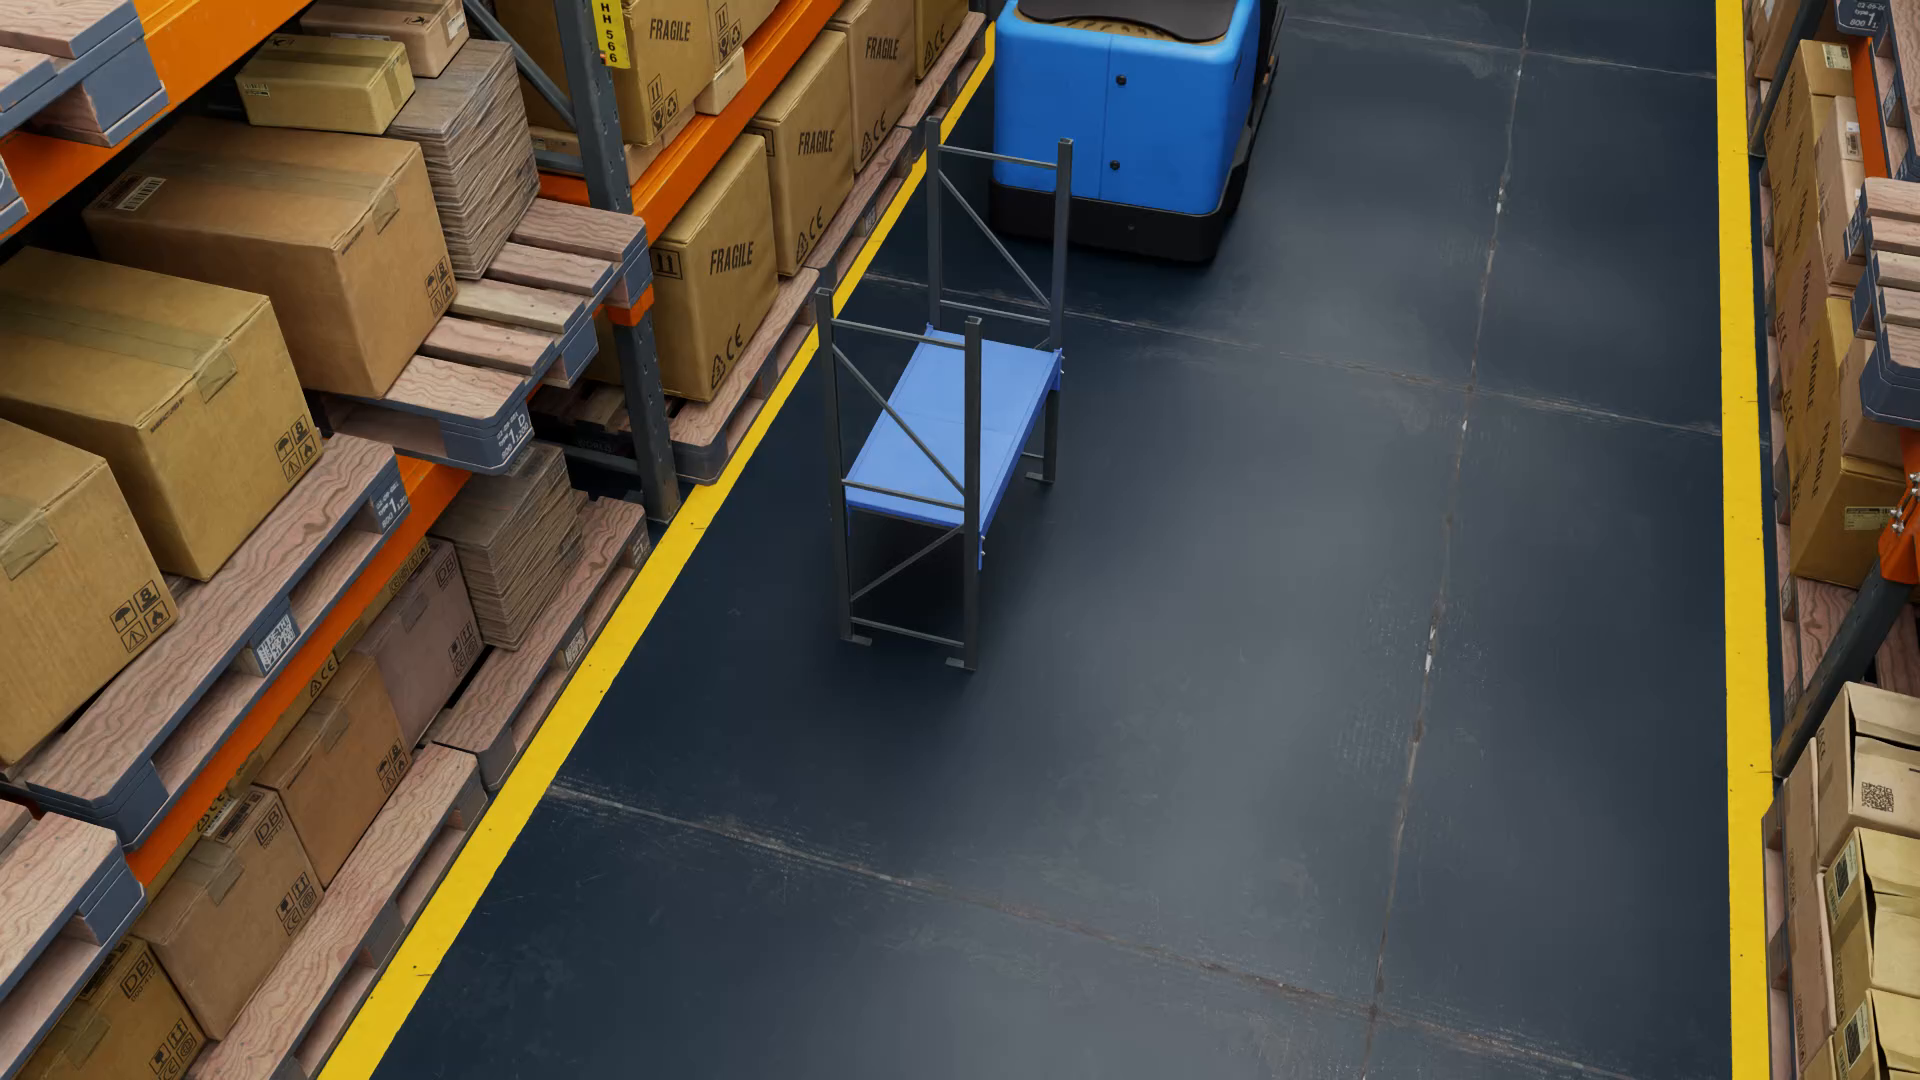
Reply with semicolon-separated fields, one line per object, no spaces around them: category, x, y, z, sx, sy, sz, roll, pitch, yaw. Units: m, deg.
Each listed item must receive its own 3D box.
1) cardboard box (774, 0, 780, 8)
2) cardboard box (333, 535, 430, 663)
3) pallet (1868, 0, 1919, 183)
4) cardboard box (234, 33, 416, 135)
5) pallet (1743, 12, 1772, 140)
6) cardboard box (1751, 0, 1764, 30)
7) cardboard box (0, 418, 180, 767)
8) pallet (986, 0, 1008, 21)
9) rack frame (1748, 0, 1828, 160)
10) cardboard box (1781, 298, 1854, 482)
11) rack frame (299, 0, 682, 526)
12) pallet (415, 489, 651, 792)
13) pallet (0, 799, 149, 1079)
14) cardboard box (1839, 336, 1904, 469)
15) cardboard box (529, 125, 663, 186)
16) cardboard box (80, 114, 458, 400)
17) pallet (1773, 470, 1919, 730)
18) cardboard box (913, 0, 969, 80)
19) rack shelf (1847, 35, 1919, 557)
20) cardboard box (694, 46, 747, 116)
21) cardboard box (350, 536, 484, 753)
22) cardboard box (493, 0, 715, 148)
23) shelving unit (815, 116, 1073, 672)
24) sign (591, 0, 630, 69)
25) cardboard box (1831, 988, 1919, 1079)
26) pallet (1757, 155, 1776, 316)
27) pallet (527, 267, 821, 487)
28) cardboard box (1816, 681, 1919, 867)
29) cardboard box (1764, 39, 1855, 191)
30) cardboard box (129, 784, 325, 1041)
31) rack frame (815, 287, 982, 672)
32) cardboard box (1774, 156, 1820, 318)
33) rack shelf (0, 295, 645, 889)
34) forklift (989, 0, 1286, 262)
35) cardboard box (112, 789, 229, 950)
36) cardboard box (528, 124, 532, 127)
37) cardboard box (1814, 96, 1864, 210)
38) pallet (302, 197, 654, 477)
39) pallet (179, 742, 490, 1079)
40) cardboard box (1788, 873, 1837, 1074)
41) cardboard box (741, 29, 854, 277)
cardboard box;-0.853;-2.368;6.227;0.500;0.500;0.500;12;46;12
cardboard box;-1.964;0.054;4.987;0.500;0.250;0.500;13;46;13
pallet;3.743;-1.454;5.728;1.003;0.211;1.213;13;46;13
cardboard box;-1.722;-1.243;4.525;0.380;0.149;0.250;6;45;6
pallet;4.579;-2.352;8.503;1.003;0.211;1.213;13;46;13
cardboard box;4.329;-2.732;8.621;0.380;0.149;0.250;13;46;13
cardboard box;-2.242;0.053;3.665;0.700;0.500;0.500;19;47;18
pallet;-0.047;-3.432;9.606;1.003;0.211;1.213;13;46;13
rack frame;4.370;-2.891;7.060;1.000;3.000;0.127;13;46;13
cardboard box;3.376;-0.507;6.096;0.500;0.500;0.500;11;45;11
rack frame;-1.563;-1.272;5.405;1.000;3.000;0.127;13;46;13
pallet;-1.801;0.246;5.848;1.003;0.211;1.213;13;46;13
pallet;-2.404;0.985;3.236;1.003;0.211;1.213;13;46;13
cardboard box;3.232;-0.468;5.520;0.500;0.250;0.500;14;46;14
cardboard box;-1.243;-1.359;5.660;0.380;0.149;0.250;12;46;12
cardboard box;-1.839;-0.771;4.507;0.700;0.500;0.500;9;45;9
pallet;3.421;0.282;5.811;1.003;0.211;1.213;13;46;13
cardboard box;-0.425;-2.859;8.264;0.750;0.750;0.750;13;46;13
rack shelf;3.765;-1.301;5.949;1.077;0.370;4.000;13;46;13
cardboard box;-0.997;-1.685;5.992;0.380;0.149;0.250;14;46;14
cardboard box;-1.998;0.274;5.298;0.700;0.500;0.500;12;46;12
cardboard box;-1.172;-1.690;5.534;0.500;0.500;0.500;14;46;14
shelving unit;-0.026;-0.479;5.667;0.538;1.500;1.048;13;46;12
sign;-1.043;-1.549;4.917;0.100;0.325;0.005;13;46;13
cardboard box;2.413;1.386;3.954;0.500;0.311;0.500;11;46;11
pallet;4.160;-1.344;7.473;1.003;0.211;1.213;13;46;13
pallet;-1.253;-0.785;6.901;1.003;0.211;1.213;13;46;13
cardboard box;2.720;0.694;4.661;0.500;0.311;0.500;14;46;14
cardboard box;3.992;-1.884;7.503;0.500;0.500;0.500;11;45;11
cardboard box;-2.266;0.950;4.607;0.700;0.500;0.500;13;46;13
rack frame;-0.180;-0.140;5.321;0.500;1.500;0.032;13;46;12
cardboard box;3.682;-1.195;6.799;0.500;0.500;0.500;13;46;13
rack shelf;-2.169;0.319;4.294;1.077;0.370;4.000;13;46;13
forklift;1.028;-3.336;7.564;1.130;2.935;3.031;11;46;11
cardboard box;-2.283;0.727;4.299;0.500;0.250;0.500;11;46;11
cardboard box;-1.709;-1.460;5.763;0.380;0.149;0.250;13;46;13
cardboard box;3.689;-1.486;6.560;0.500;0.250;0.500;13;46;13
pallet;-1.678;-0.706;4.963;1.213;0.211;1.003;13;46;13
pallet;-2.173;1.056;5.020;1.003;0.211;1.213;13;46;13
cardboard box;2.569;1.230;4.514;0.500;0.250;0.500;11;46;11
cardboard box;-0.944;-1.698;7.078;0.750;0.750;0.750;12;46;12
